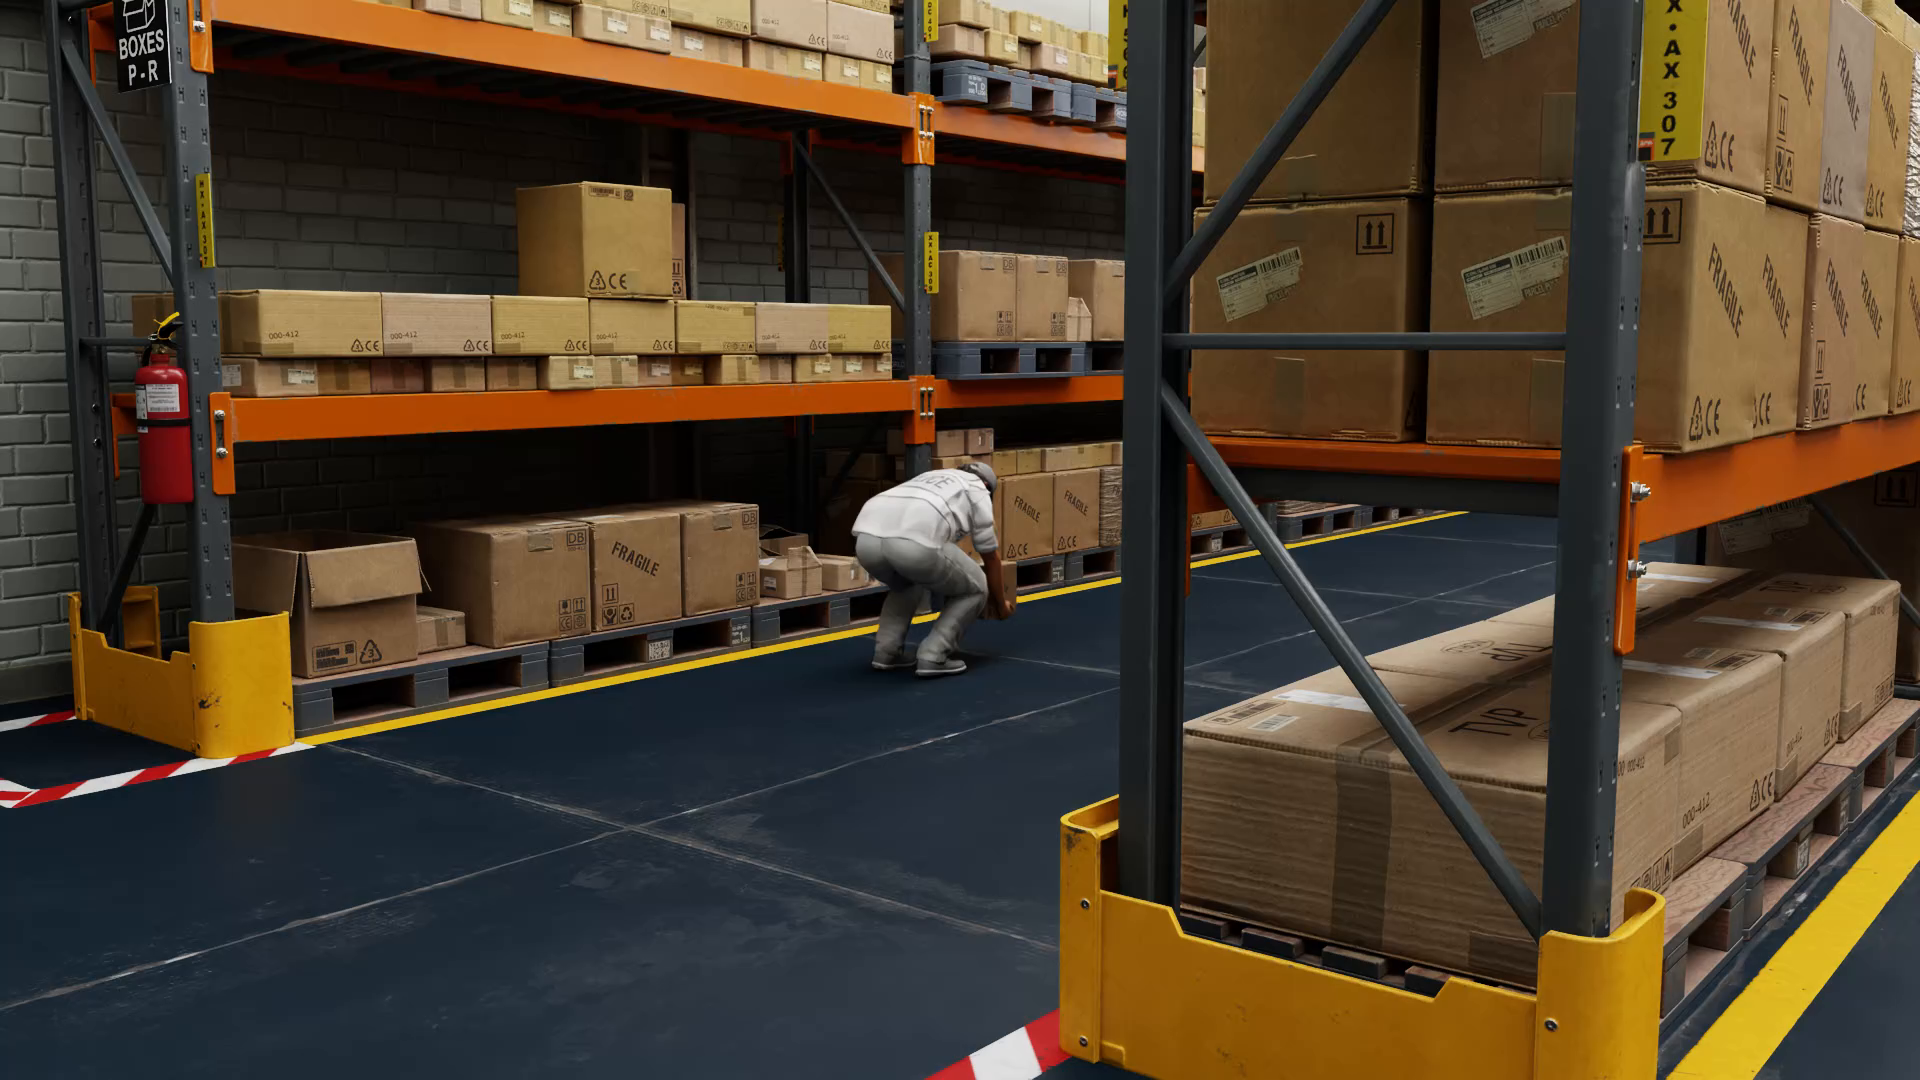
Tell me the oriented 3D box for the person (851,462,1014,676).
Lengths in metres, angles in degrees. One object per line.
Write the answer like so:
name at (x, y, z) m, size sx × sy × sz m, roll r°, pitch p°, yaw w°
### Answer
person at (-0.112, 0.127, 7.743) m, size 0.521 × 0.943 × 0.921 m, roll 5°, pitch 8°, yaw 36°
